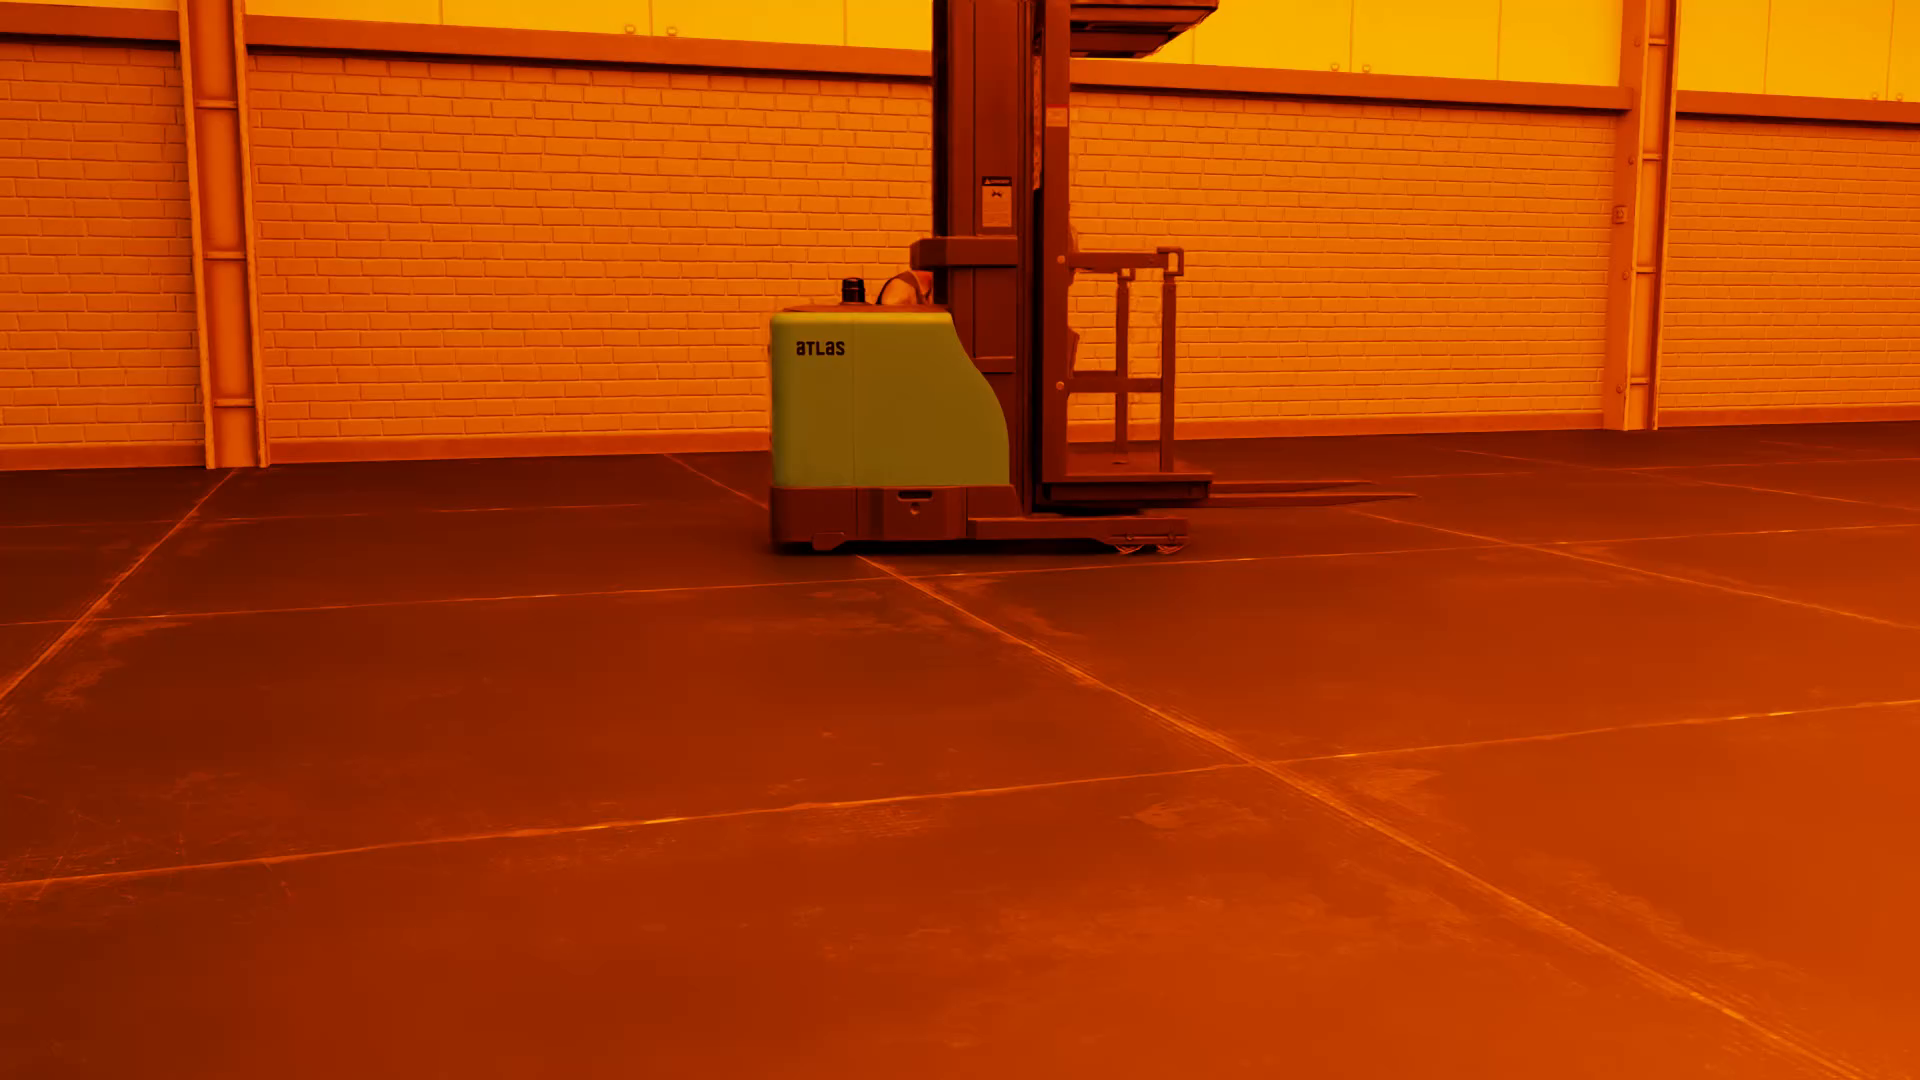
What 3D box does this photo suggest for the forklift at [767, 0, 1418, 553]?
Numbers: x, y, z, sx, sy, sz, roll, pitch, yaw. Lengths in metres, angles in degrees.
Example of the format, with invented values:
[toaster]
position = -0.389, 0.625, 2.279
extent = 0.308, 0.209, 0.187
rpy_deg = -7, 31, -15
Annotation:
[forklift]
position = 0.612, -1.464, 7.811
extent = 3.031, 2.935, 1.130
rpy_deg = -1, 8, -6

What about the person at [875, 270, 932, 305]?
[person]
position = -0.215, -0.982, 9.654
extent = 0.876, 1.492, 0.960
rpy_deg = -1, 8, -5
